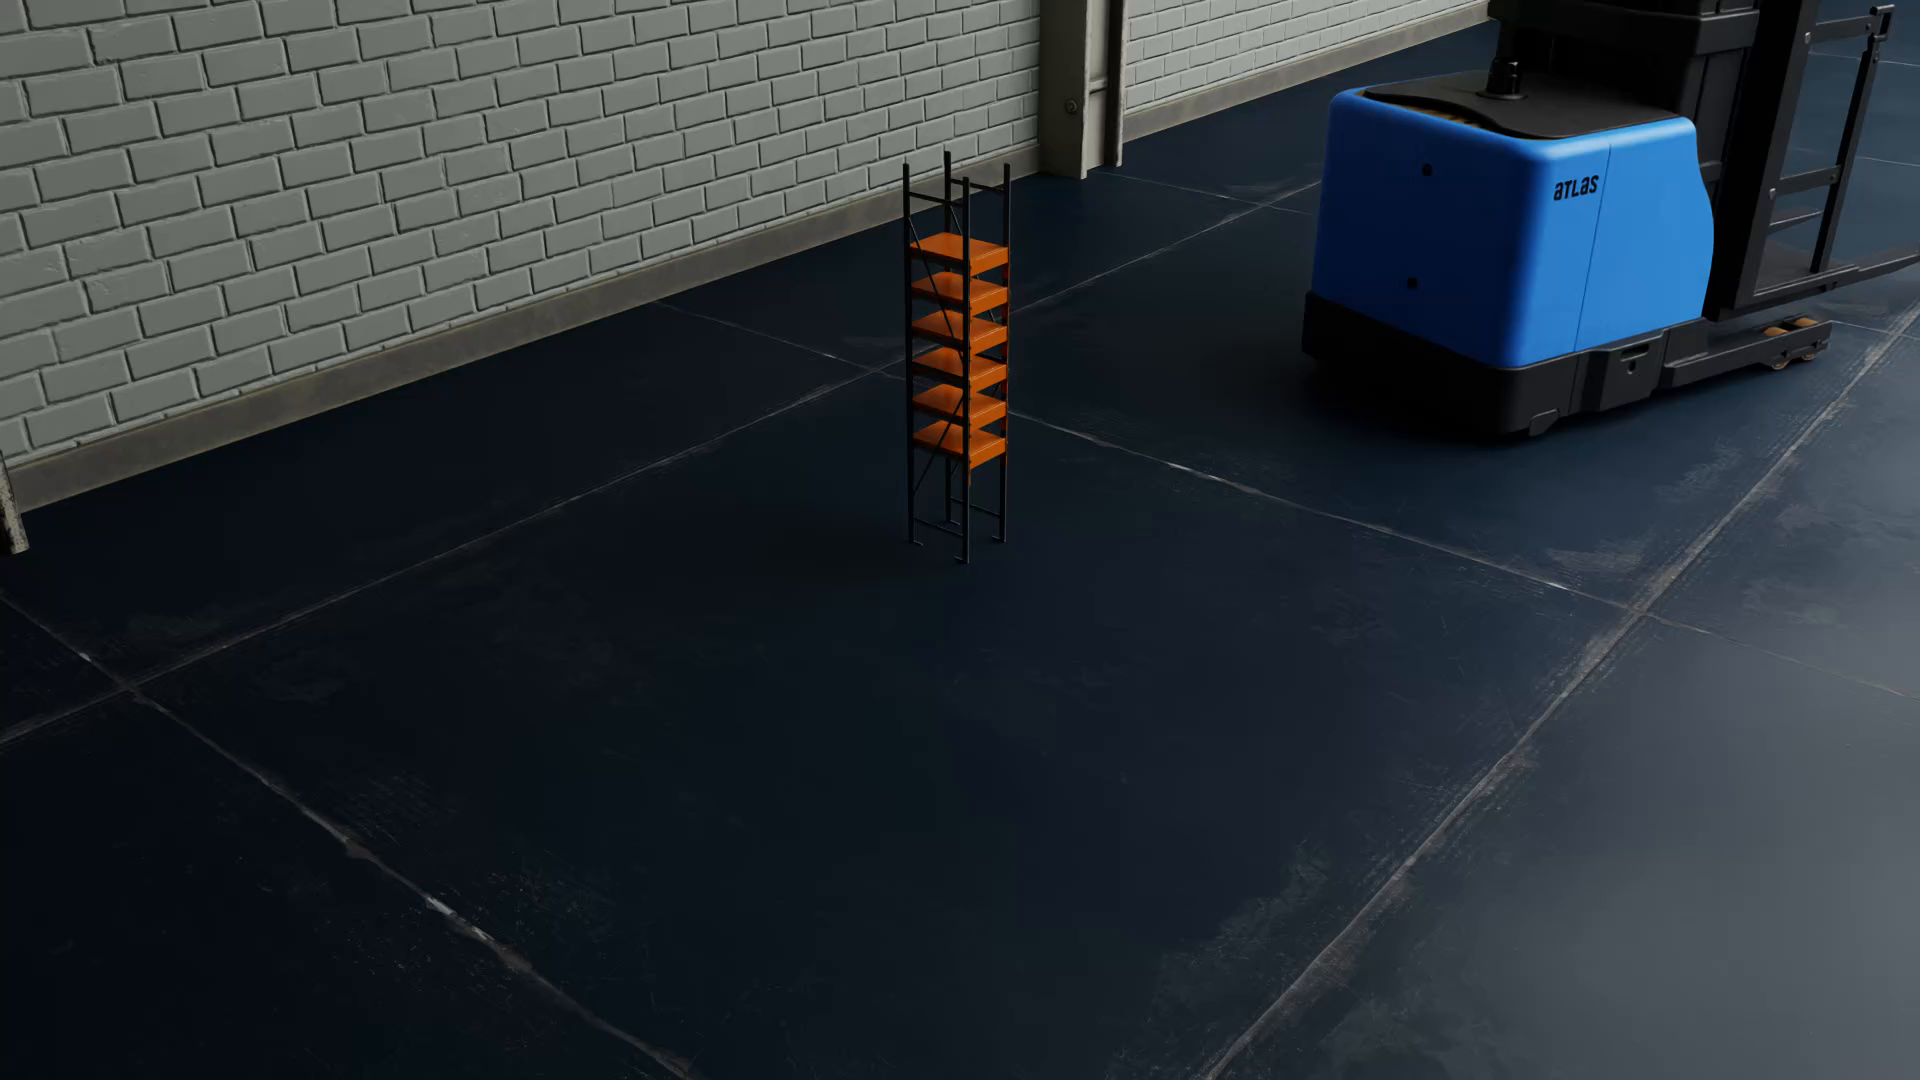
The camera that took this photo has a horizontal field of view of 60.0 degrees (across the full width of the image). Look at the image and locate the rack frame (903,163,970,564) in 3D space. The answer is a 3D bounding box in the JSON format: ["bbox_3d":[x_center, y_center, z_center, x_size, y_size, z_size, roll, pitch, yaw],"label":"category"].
[{"bbox_3d":[-0.067,-0.495,4.902,0.240,1.200,0.006,21,34,34],"label":"rack frame"}]

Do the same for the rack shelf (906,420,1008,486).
[{"bbox_3d":[-0.009,-0.275,5.095,0.258,0.103,0.180,21,34,34],"label":"rack shelf"}]

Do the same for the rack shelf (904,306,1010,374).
[{"bbox_3d":[-0.009,-0.595,4.930,0.258,0.103,0.180,21,34,34],"label":"rack shelf"}]

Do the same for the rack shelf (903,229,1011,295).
[{"bbox_3d":[-0.009,-0.808,4.819,0.258,0.103,0.180,21,34,34],"label":"rack shelf"}]

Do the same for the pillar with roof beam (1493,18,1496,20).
[{"bbox_3d":[7.803,-6.942,8.876,9.100,9.000,0.400,21,34,34],"label":"pillar with roof beam"}]

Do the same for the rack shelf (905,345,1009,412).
[{"bbox_3d":[-0.009,-0.488,4.985,0.258,0.103,0.180,21,34,34],"label":"rack shelf"}]

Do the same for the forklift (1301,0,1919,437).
[{"bbox_3d":[2.867,-2.160,6.236,3.031,2.935,1.130,-16,31,-28],"label":"forklift"}]

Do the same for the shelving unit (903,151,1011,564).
[{"bbox_3d":[-0.009,-0.528,4.964,0.258,1.200,0.189,21,34,34],"label":"shelving unit"}]

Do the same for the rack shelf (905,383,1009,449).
[{"bbox_3d":[-0.009,-0.382,5.040,0.258,0.103,0.180,21,34,34],"label":"rack shelf"}]

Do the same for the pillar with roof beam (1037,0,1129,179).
[{"bbox_3d":[3.986,-4.815,4.764,9.100,9.000,0.400,21,34,34],"label":"pillar with roof beam"}]

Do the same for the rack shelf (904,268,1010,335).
[{"bbox_3d":[-0.009,-0.701,4.875,0.258,0.103,0.180,21,34,34],"label":"rack shelf"}]

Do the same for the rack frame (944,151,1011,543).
[{"bbox_3d":[0.049,-0.560,5.027,0.240,1.200,0.006,21,34,34],"label":"rack frame"}]
